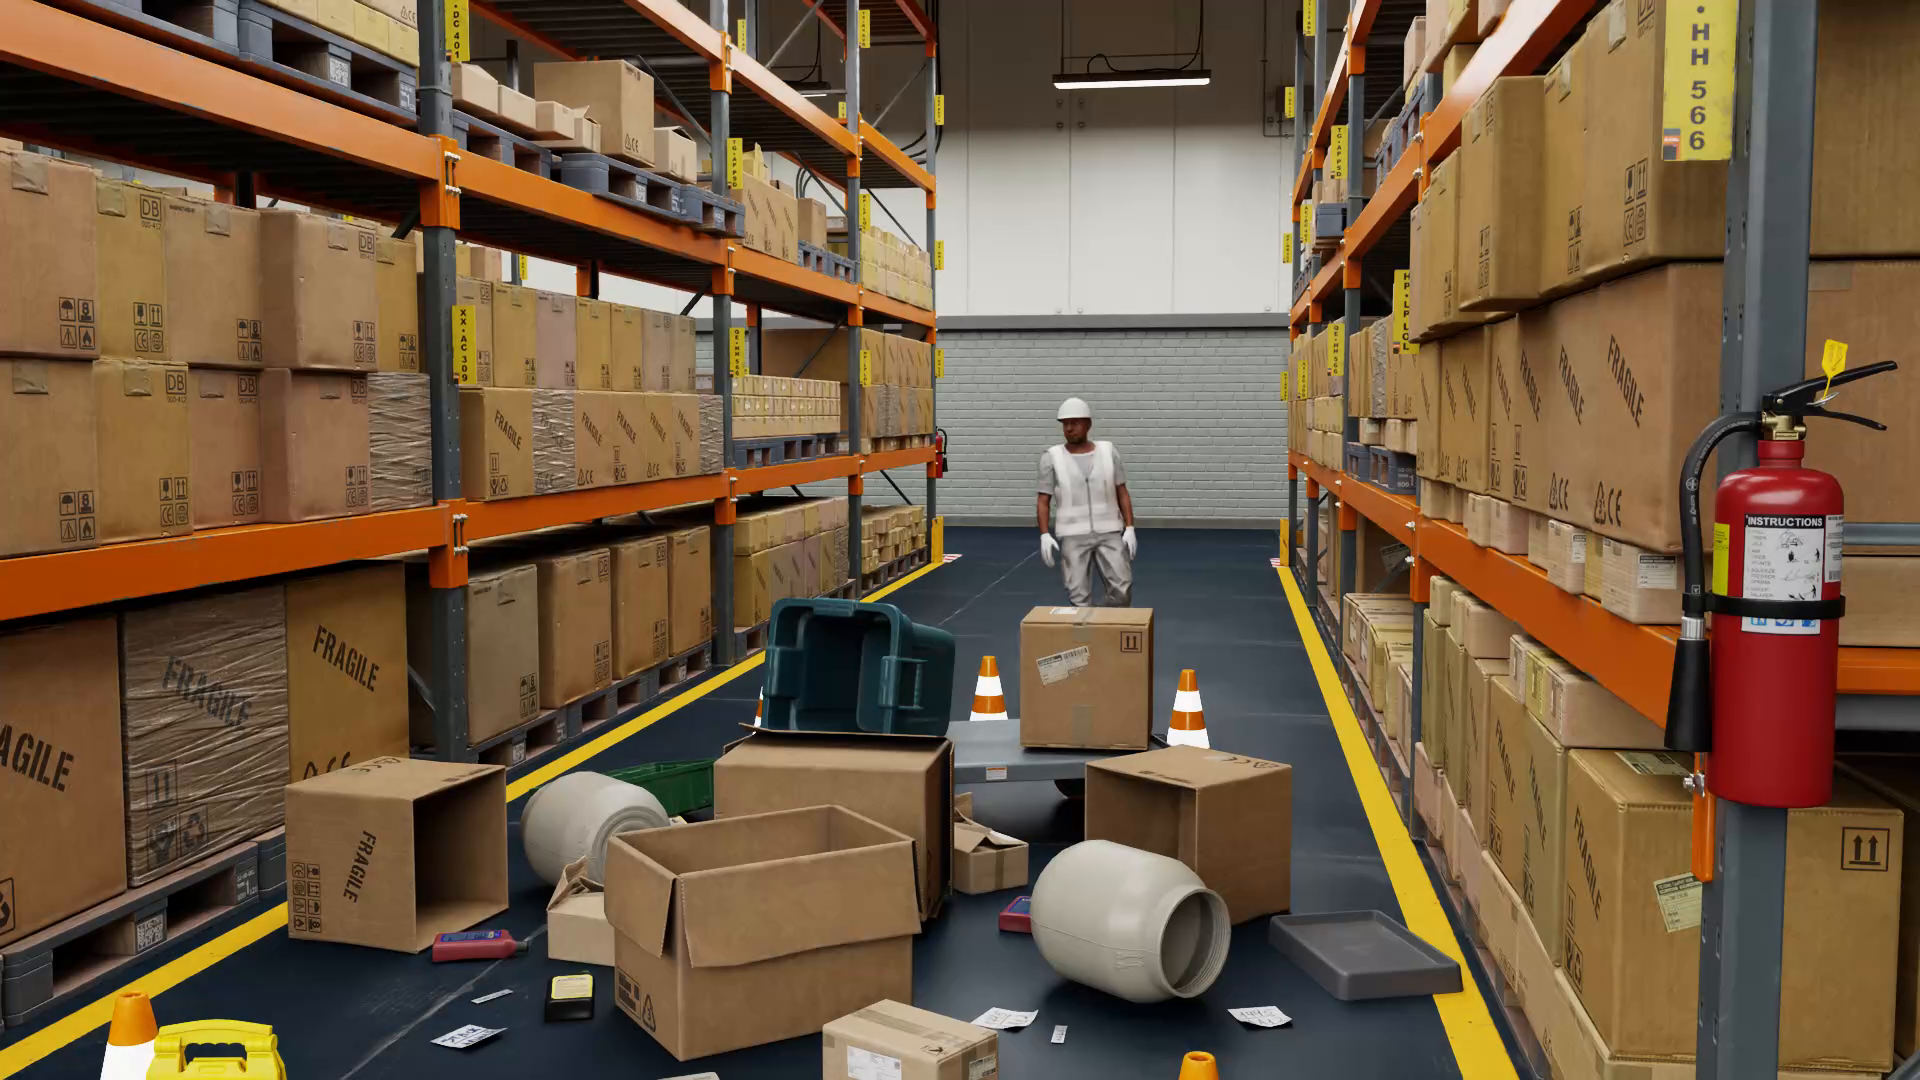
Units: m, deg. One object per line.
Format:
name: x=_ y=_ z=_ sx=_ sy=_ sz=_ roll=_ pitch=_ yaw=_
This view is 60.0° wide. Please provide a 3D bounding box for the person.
person: x=0.807 y=0.001 z=10.321 sx=0.636 sy=1.771 sz=0.675 roll=0 pitch=4 yaw=-5
